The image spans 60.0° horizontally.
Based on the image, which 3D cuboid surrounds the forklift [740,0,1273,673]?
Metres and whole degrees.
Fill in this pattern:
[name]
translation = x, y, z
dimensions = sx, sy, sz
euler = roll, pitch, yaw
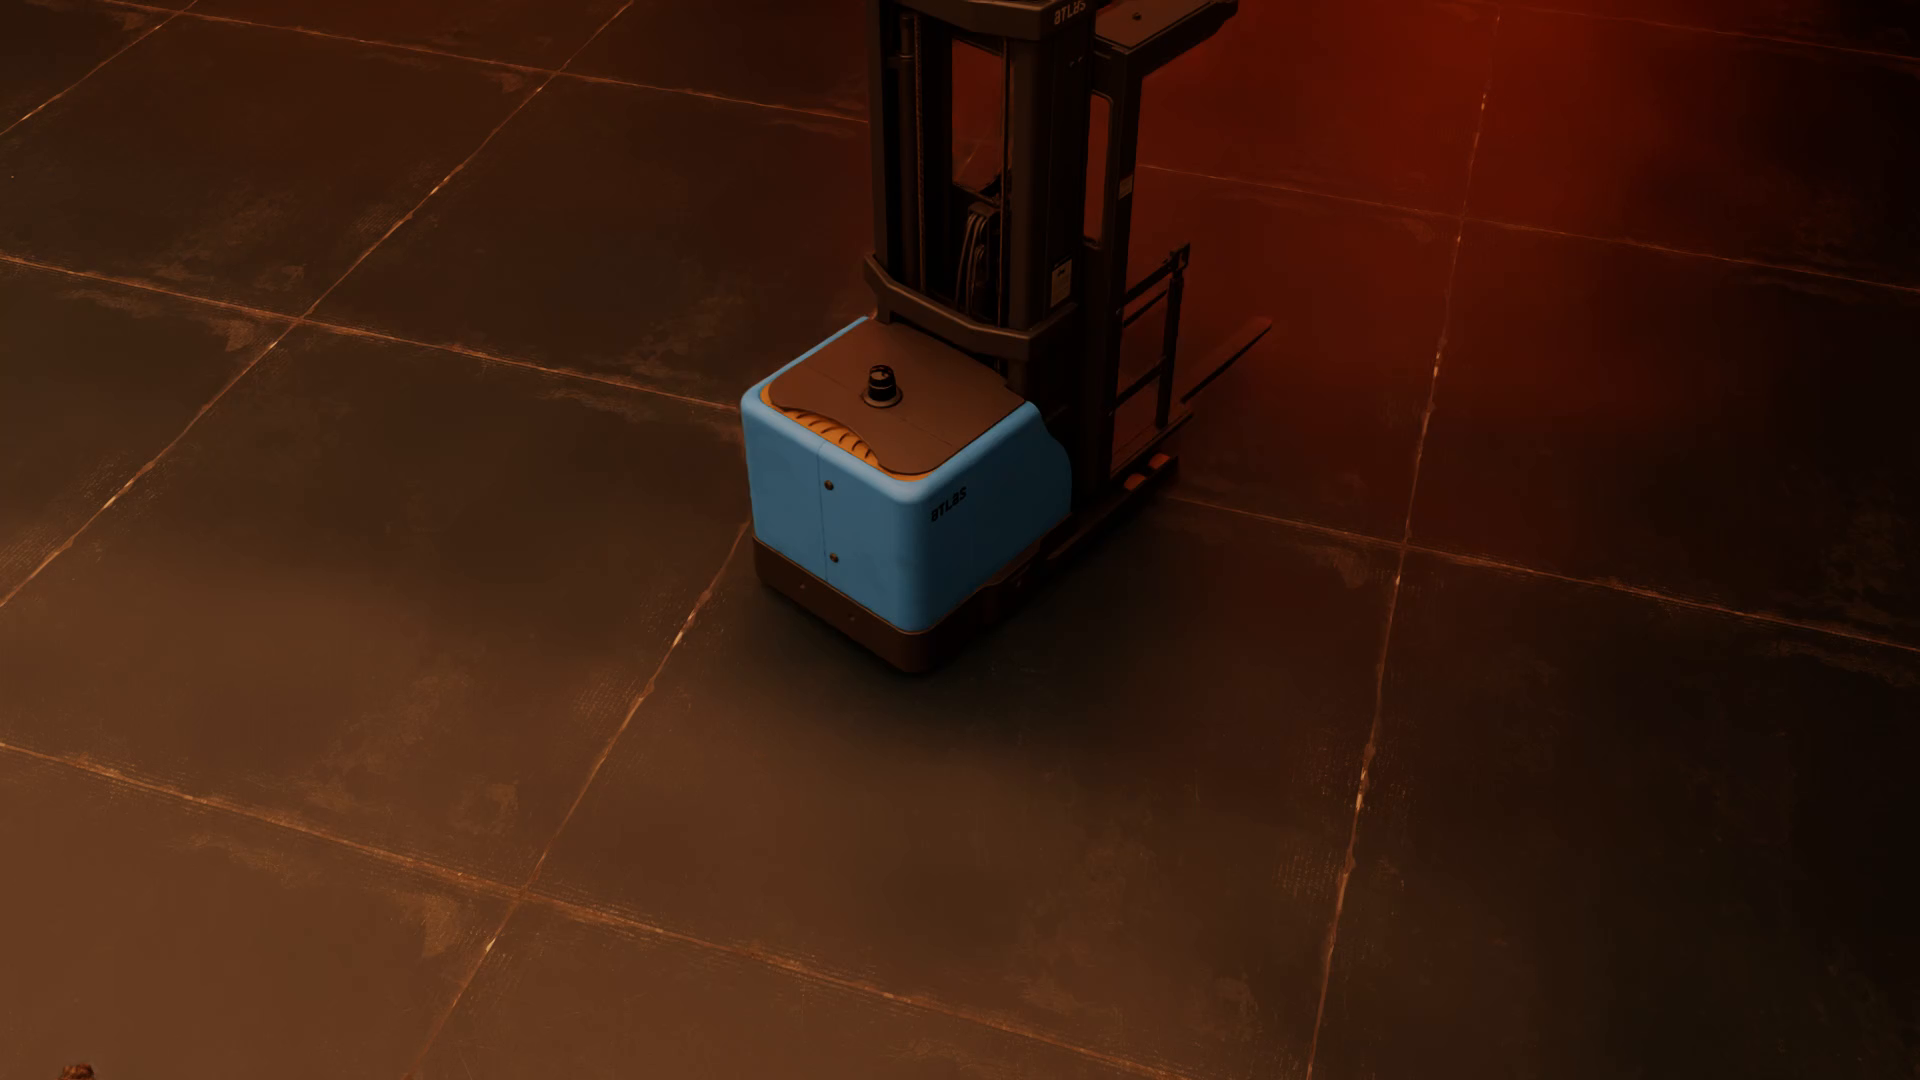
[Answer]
[forklift]
translation = 0.408, -1.434, 7.230
dimensions = 1.130, 2.935, 3.031
euler = 30, 51, 29
